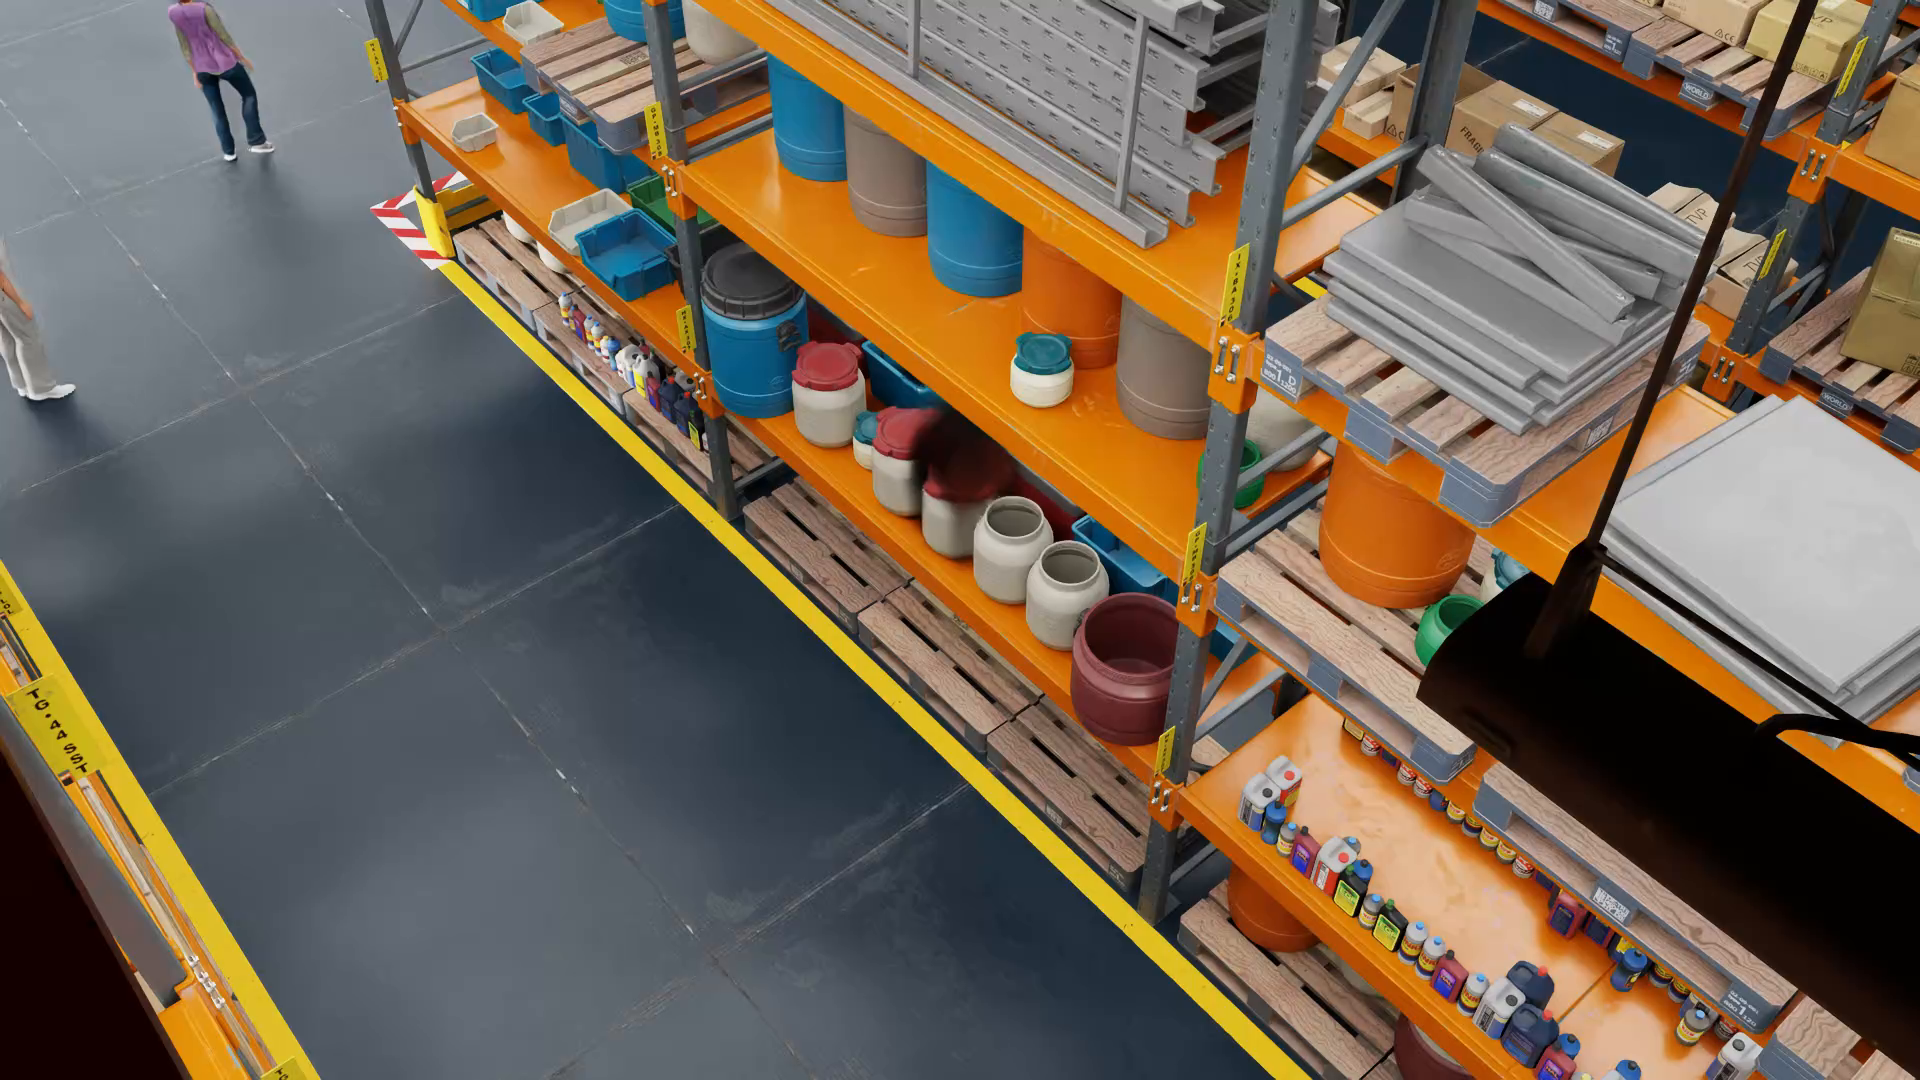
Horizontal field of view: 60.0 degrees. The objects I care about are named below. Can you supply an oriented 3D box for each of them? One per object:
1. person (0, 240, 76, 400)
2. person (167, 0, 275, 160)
[{"bbox_3d":[-6.609,-1.674,11.433,0.543,1.708,0.375,29,53,24],"label":"person"},{"bbox_3d":[-6.015,-3.830,13.499,0.472,1.606,0.334,-1,46,-1],"label":"person"}]
